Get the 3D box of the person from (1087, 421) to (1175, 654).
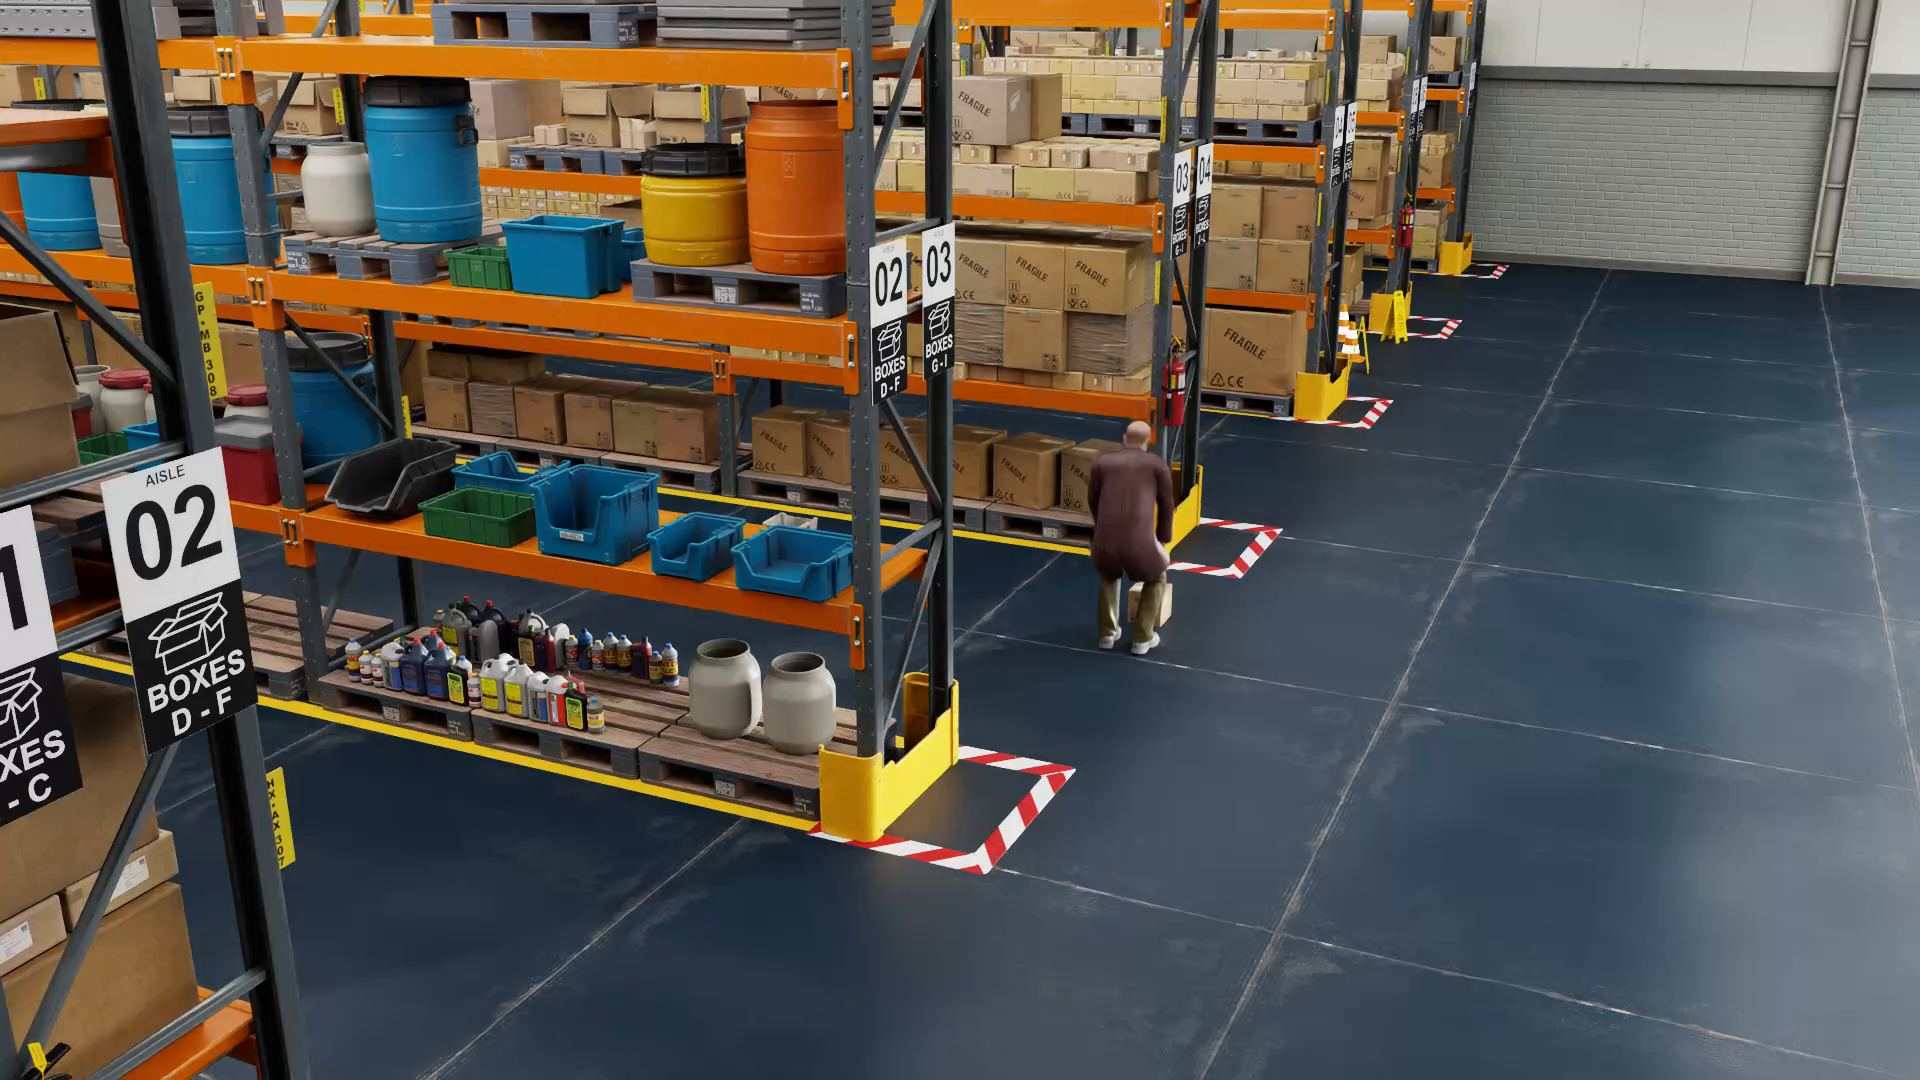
[{"bbox_3d":[1.152,0.055,11.501,0.626,1.414,0.613,8,20,23],"label":"person"}]
